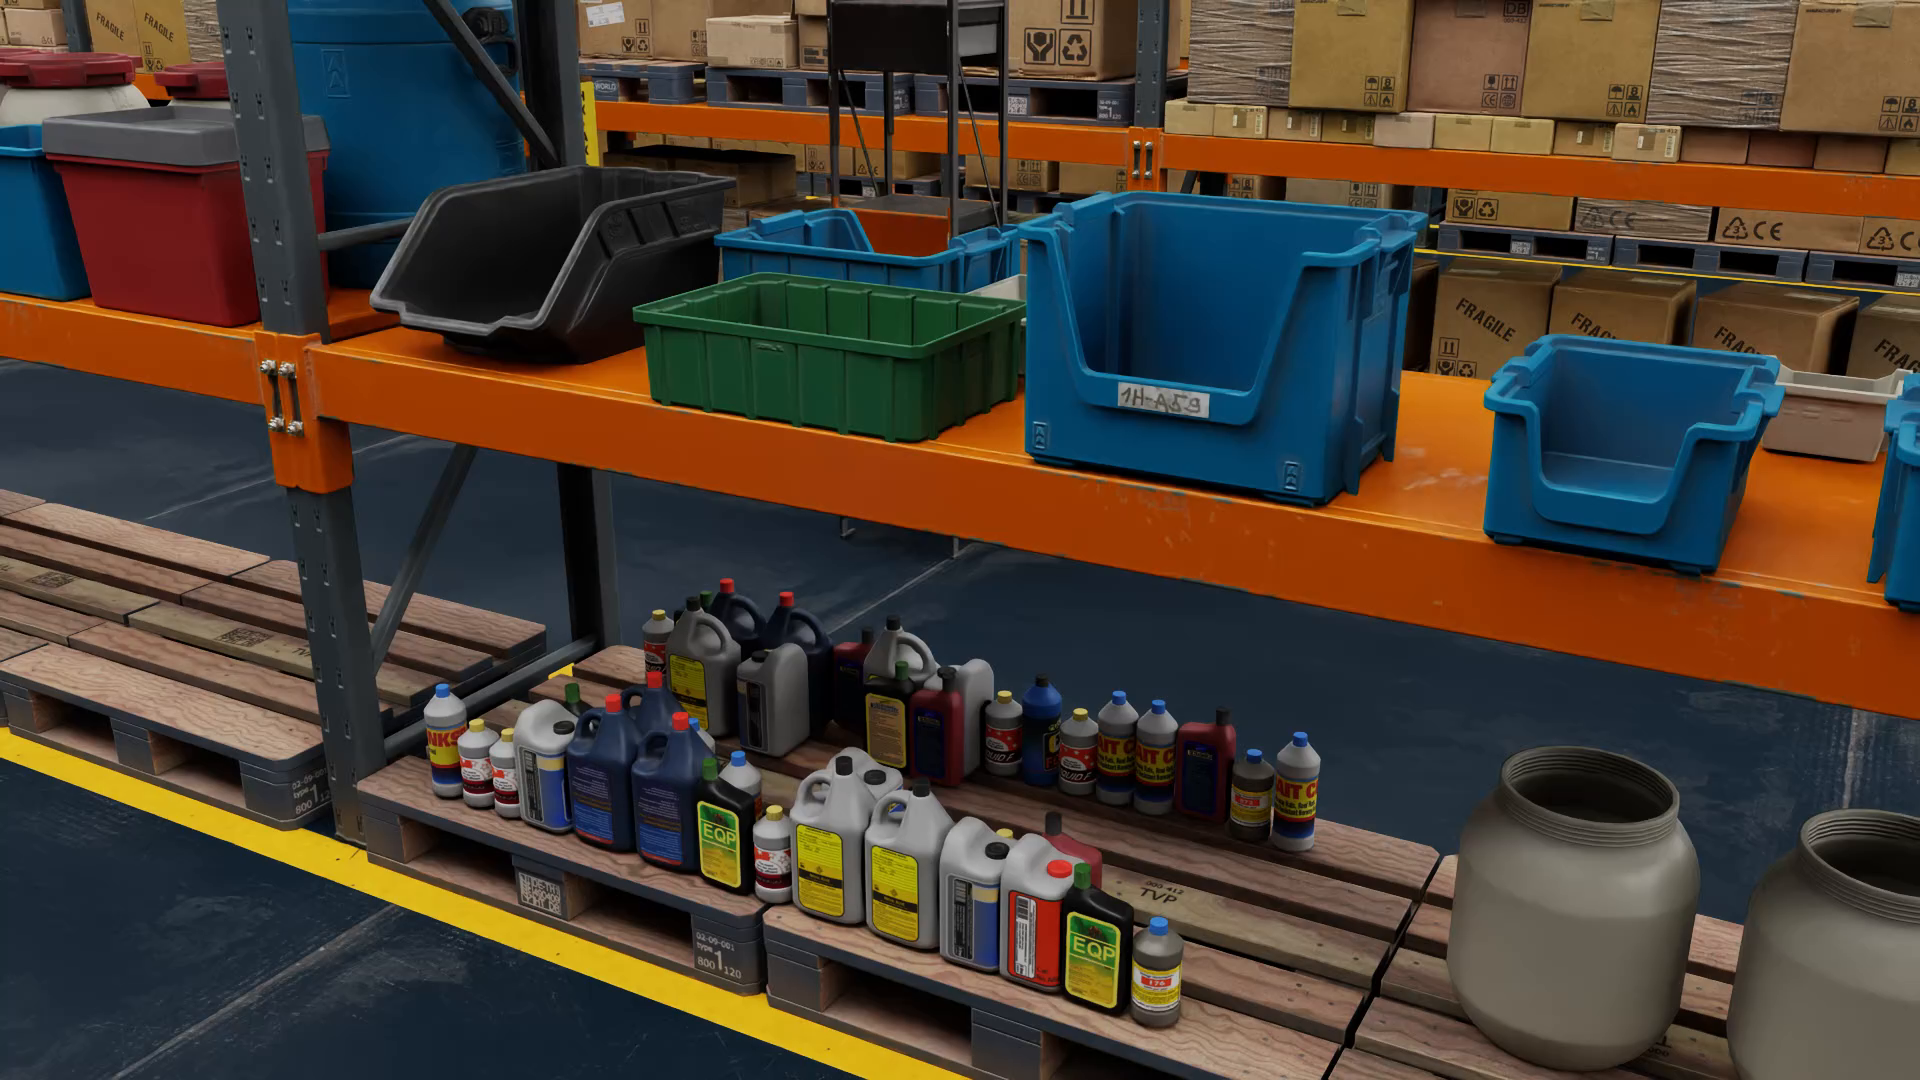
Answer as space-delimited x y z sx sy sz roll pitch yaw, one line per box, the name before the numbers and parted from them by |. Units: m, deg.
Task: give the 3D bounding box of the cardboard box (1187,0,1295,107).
cardboard box | 1.479 -2.351 7.865 0.500 0.500 0.875 11 23 27

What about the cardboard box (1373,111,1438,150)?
cardboard box | 2.022 -1.843 7.415 0.250 0.149 0.380 11 23 27

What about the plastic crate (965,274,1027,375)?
plastic crate | 0.242 -0.465 3.634 0.437 0.136 0.530 11 23 27

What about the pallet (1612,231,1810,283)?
pallet | 5.319 -2.054 11.719 1.213 0.211 1.003 11 23 27

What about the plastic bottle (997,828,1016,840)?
plastic bottle | 0.093 0.702 3.488 0.097 0.201 0.097 0 20 0

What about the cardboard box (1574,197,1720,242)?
cardboard box | 4.928 -2.642 11.749 0.875 0.875 0.875 11 23 28

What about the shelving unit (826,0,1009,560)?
shelving unit | -0.145 -1.015 6.083 0.503 2.100 0.431 11 23 27

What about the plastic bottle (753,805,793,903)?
plastic bottle | -0.396 0.669 3.581 0.097 0.201 0.097 0 20 0

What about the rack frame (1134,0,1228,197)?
rack frame | 1.117 -2.258 8.190 0.127 3.000 1.000 11 23 27

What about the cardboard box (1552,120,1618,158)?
cardboard box | 2.714 -1.741 7.133 0.250 0.149 0.380 11 23 27

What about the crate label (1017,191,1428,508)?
crate label | 0.454 -0.360 2.907 0.616 0.435 0.502 11 23 27

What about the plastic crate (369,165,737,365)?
plastic crate | -0.904 -0.629 3.791 0.504 0.338 0.767 11 23 27

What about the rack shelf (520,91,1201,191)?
rack shelf | -0.629 -2.252 9.230 4.000 0.370 1.077 11 23 27

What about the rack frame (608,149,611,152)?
rack frame | -3.360 -5.048 15.882 0.127 3.000 1.000 11 23 27

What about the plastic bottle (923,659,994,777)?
plastic bottle | -0.007 0.426 4.142 0.135 0.276 0.152 11 23 28

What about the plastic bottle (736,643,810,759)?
plastic bottle | -0.479 0.392 4.235 0.135 0.276 0.152 11 23 27

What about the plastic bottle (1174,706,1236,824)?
plastic bottle | 0.574 0.515 3.885 0.133 0.283 0.061 11 23 28

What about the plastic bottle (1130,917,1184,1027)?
plastic bottle | 0.376 0.816 3.176 0.097 0.201 0.097 0 20 0

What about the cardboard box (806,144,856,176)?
cardboard box | -1.022 -3.524 14.731 0.500 0.500 0.500 12 23 29

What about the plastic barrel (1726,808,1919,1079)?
plastic barrel | 1.581 0.767 2.883 0.421 0.512 0.421 0 20 0

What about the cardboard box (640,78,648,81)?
cardboard box | -2.844 -4.221 15.553 0.500 0.250 0.500 10 22 25

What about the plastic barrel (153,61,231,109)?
plastic barrel | -2.027 -1.071 4.721 0.433 0.535 0.433 0 20 0

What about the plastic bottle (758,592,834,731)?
plastic bottle | -0.429 0.309 4.355 0.185 0.351 0.144 10 22 25

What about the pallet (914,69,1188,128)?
pallet | 0.520 -2.338 8.693 1.213 0.211 1.003 11 23 27

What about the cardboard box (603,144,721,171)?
cardboard box | -1.776 -2.205 9.965 0.500 0.250 0.500 12 23 29

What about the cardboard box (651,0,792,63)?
cardboard box | -1.348 -3.026 9.547 0.500 0.500 0.700 15 25 35

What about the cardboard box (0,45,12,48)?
cardboard box | -6.742 -3.509 12.007 0.250 0.149 0.380 10 22 26

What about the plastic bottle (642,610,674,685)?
plastic bottle | -0.830 0.293 4.617 0.097 0.201 0.097 0 20 0

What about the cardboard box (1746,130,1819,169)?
cardboard box | 3.389 -1.628 6.824 0.250 0.149 0.380 11 23 27

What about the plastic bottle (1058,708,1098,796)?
plastic bottle | 0.289 0.506 4.029 0.097 0.201 0.097 0 20 0

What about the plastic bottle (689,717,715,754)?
plastic bottle | -0.611 0.539 3.837 0.097 0.271 0.097 0 20 0

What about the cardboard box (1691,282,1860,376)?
cardboard box | 3.533 -0.813 7.257 0.500 0.500 0.500 18 27 41

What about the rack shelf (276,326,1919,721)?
rack shelf | 0.447 -0.112 3.331 4.000 0.370 1.077 11 23 27

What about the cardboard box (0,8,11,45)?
cardboard box | -6.834 -3.738 12.055 0.500 0.250 0.500 12 23 29

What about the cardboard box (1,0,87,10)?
cardboard box | -6.399 -4.007 11.696 0.500 0.500 0.500 12 23 29

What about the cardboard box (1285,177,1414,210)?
cardboard box | 3.038 -2.934 12.737 0.750 0.750 1.050 11 23 27

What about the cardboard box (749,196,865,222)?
cardboard box | -0.792 -1.668 9.586 0.500 0.500 0.700 13 24 32

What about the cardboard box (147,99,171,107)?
cardboard box | -5.299 -2.686 11.871 0.875 0.875 1.225 11 23 27

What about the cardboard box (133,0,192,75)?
cardboard box | -5.148 -3.401 11.195 0.500 0.500 0.500 11 23 27

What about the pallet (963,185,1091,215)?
pallet | 0.783 -2.918 14.100 1.213 0.211 1.003 11 23 27

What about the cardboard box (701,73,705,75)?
cardboard box | -2.145 -4.285 15.728 0.500 0.250 0.500 12 23 30

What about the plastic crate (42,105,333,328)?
plastic crate | -1.871 -0.803 4.085 0.583 0.464 0.402 11 23 27

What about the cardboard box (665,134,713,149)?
cardboard box | -2.382 -3.781 15.439 0.500 0.500 0.500 12 23 30

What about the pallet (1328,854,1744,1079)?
pallet | 1.397 1.058 3.140 1.213 0.211 1.003 11 23 27

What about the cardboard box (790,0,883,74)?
cardboard box | -0.442 -2.764 8.820 0.637 0.503 0.797 13 24 33

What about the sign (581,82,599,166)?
sign | -1.021 -1.075 4.524 0.005 0.325 0.100 11 23 27

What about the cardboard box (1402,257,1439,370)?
cardboard box | 1.950 -1.109 8.072 0.500 0.500 0.500 -17 26 -39

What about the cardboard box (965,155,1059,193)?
cardboard box | 0.619 -3.394 14.007 0.750 0.750 1.050 10 22 27

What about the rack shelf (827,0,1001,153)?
rack shelf | -0.145 -1.660 5.849 0.480 0.518 0.431 11 23 27

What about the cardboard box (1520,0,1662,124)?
cardboard box | 2.801 -2.109 7.197 0.500 0.500 0.875 11 23 27

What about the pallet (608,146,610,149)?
pallet | -3.964 -3.838 16.636 1.213 0.211 1.003 11 23 27

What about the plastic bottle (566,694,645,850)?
plastic bottle | -0.797 0.513 3.791 0.185 0.351 0.144 11 23 29

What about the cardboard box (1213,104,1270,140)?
cardboard box | 1.370 -1.969 7.762 0.250 0.149 0.380 11 23 27

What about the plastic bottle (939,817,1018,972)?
plastic bottle | 0.048 0.708 3.365 0.135 0.276 0.152 10 22 26

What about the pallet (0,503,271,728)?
pallet | -3.073 0.206 5.487 1.213 0.211 1.003 11 23 27

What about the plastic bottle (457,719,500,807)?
plastic bottle | -1.146 0.526 3.975 0.097 0.201 0.097 0 20 0
